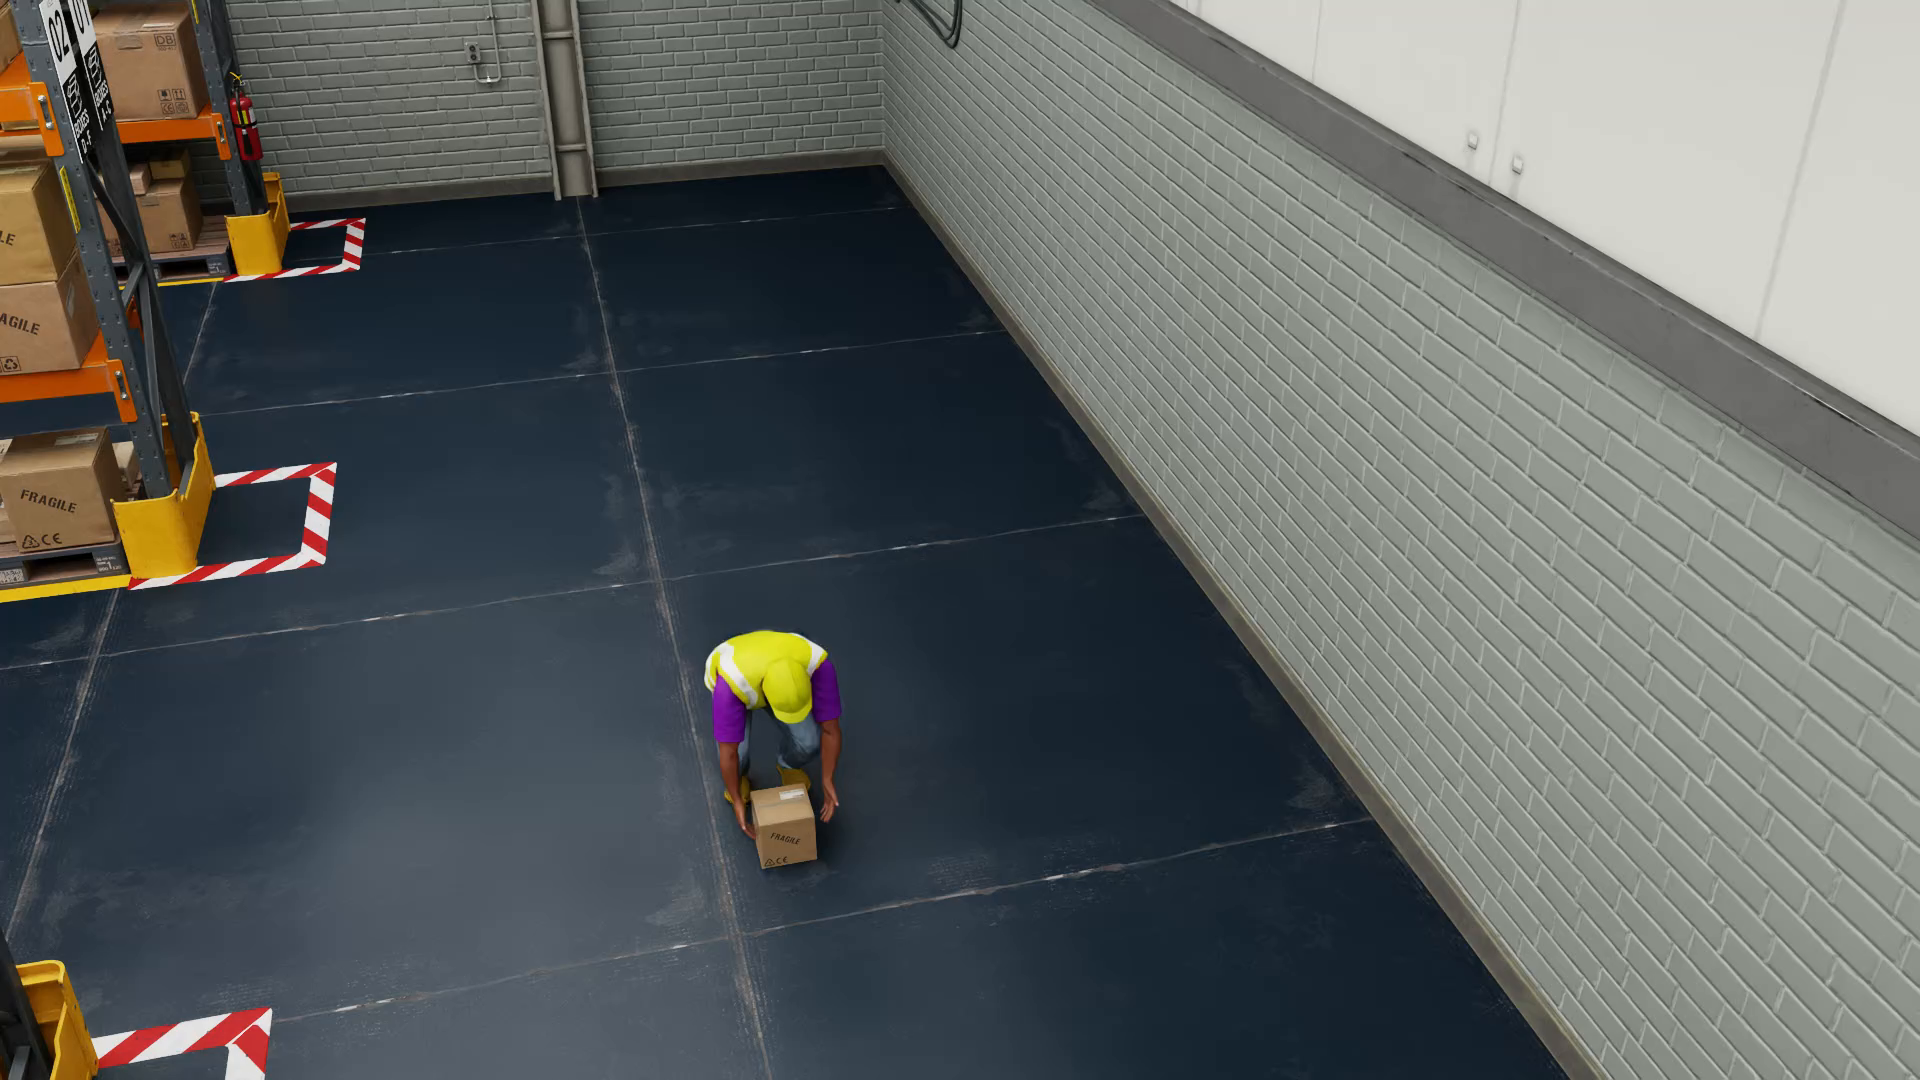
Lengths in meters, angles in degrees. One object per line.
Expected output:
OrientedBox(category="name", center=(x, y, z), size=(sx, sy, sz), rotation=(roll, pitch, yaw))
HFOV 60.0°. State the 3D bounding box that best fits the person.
OrientedBox(category="person", center=(-0.858, 0.793, 7.623), size=(0.584, 0.995, 0.891), rotation=(-8, 31, -13))
